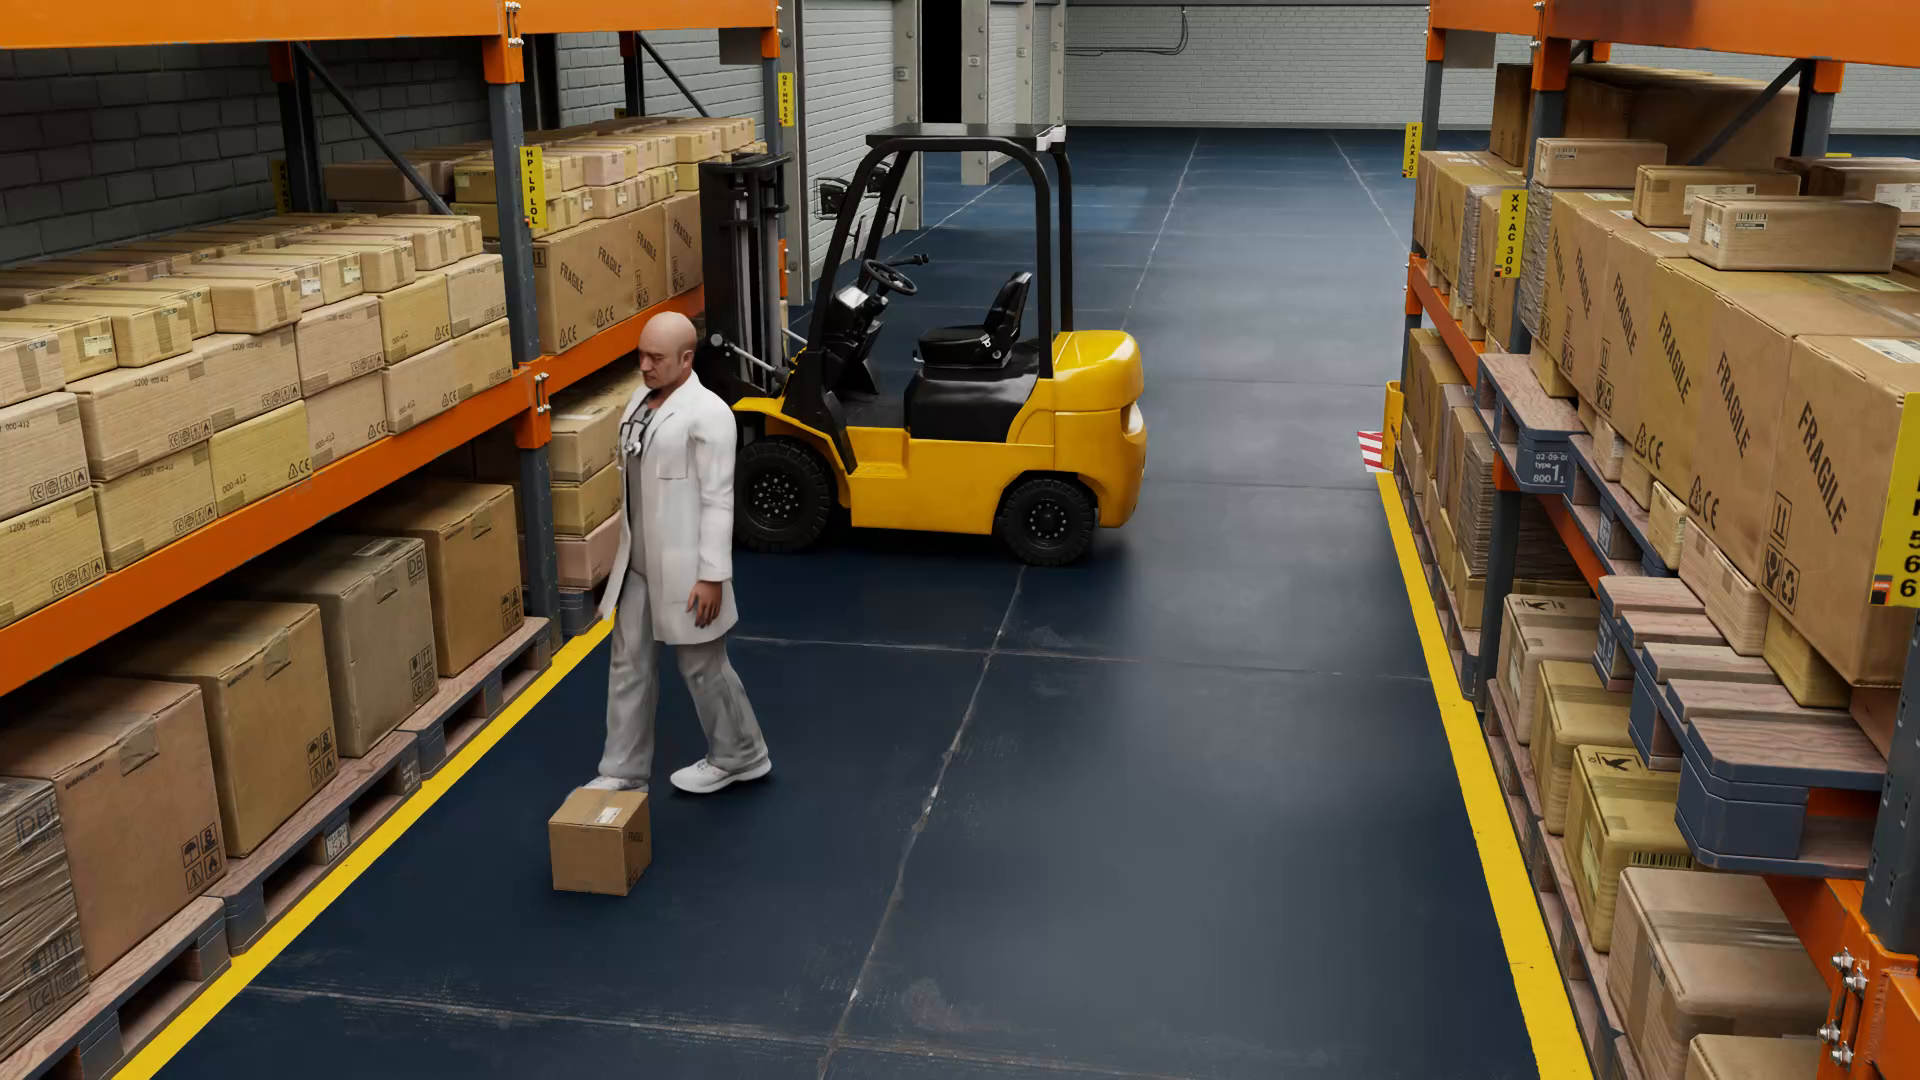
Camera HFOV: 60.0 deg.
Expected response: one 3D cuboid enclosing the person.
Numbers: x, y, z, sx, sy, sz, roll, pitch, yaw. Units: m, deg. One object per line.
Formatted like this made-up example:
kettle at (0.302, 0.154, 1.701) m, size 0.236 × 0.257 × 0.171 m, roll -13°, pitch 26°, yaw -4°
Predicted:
person at (-1.045, 0.098, 5.757) m, size 0.765 × 1.773 × 0.611 m, roll -16°, pitch 24°, yaw -41°
